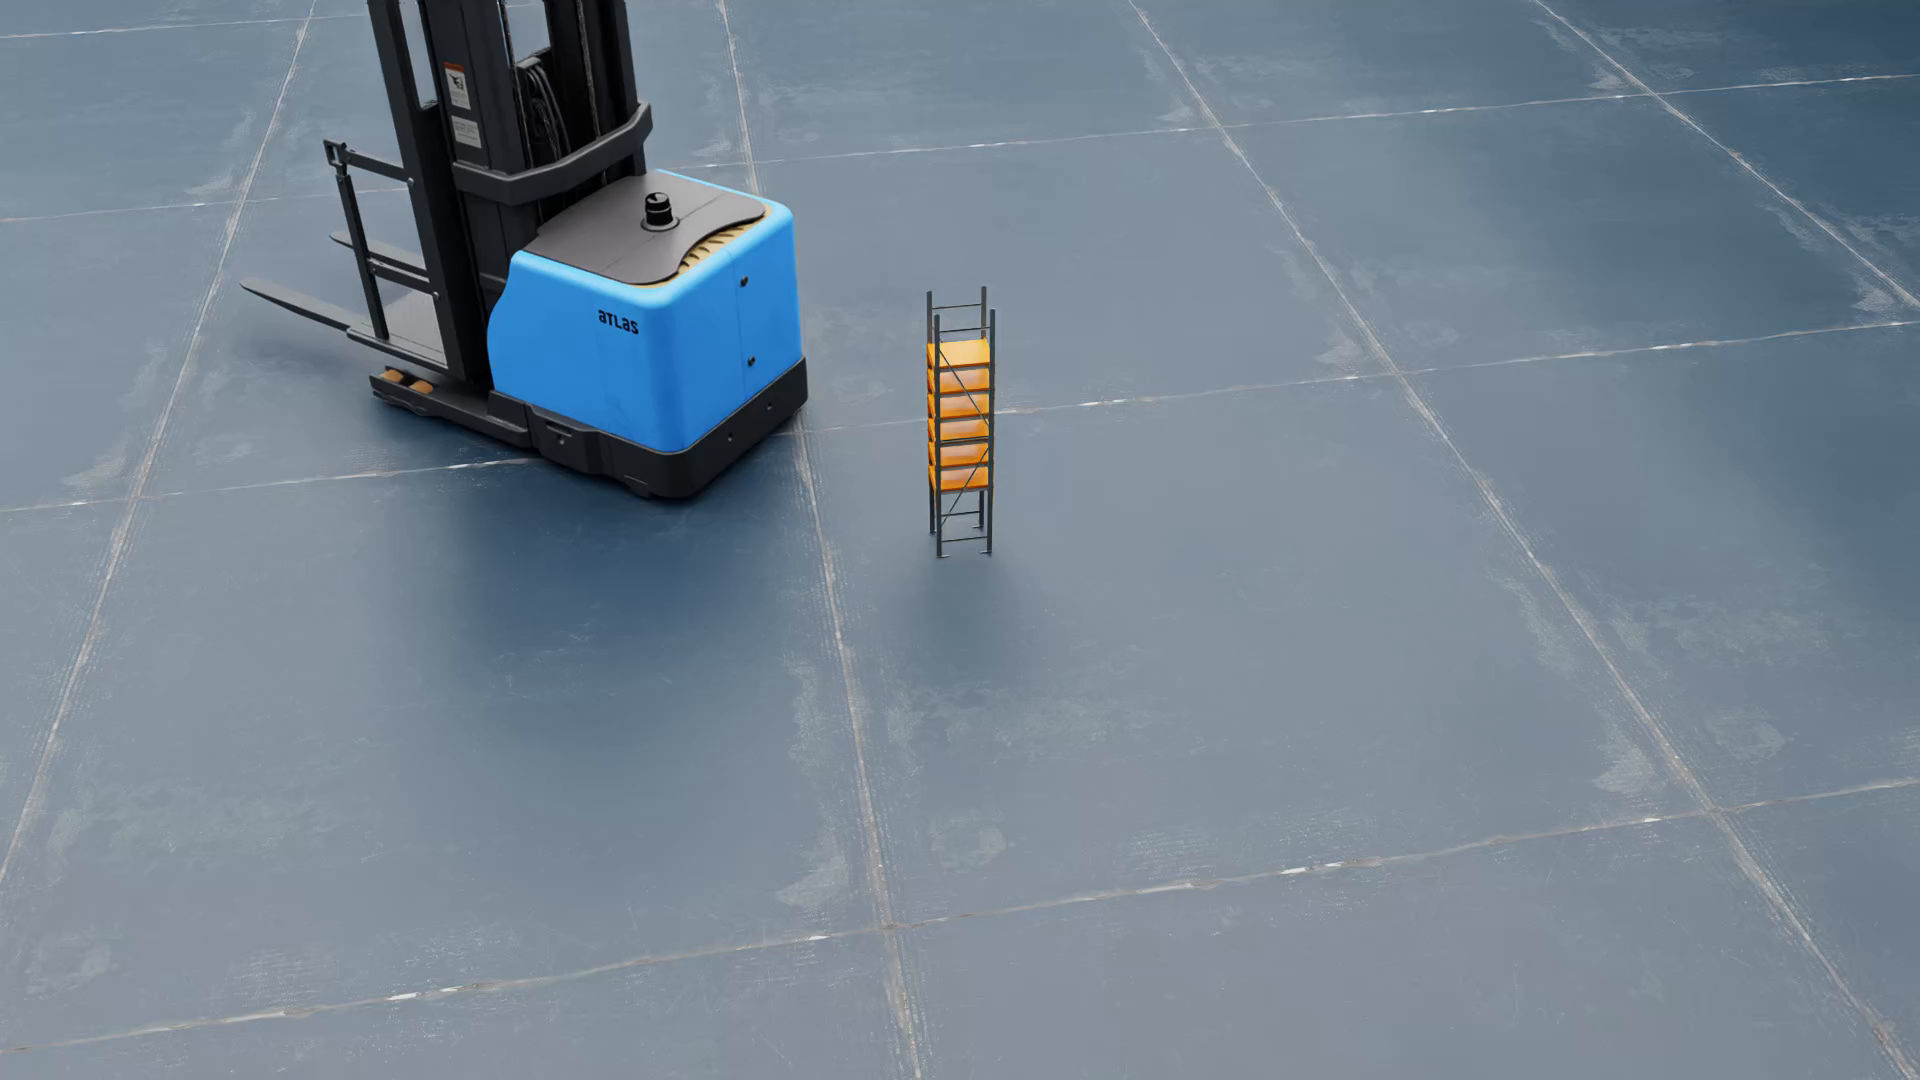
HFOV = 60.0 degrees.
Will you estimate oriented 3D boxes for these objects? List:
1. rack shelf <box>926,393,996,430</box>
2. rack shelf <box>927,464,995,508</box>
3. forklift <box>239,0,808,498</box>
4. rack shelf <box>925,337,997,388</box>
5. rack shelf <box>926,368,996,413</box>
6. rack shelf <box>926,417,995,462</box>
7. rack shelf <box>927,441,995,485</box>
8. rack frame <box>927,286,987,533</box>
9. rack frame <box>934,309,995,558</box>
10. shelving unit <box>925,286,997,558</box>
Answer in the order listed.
[{"bbox_3d":[0.003,-0.525,6.824,0.258,0.103,0.180,-6,38,-8],"label":"rack shelf"},{"bbox_3d":[0.003,-0.240,7.045,0.258,0.103,0.180,-6,38,-8],"label":"rack shelf"},{"bbox_3d":[-2.261,-2.012,7.450,3.031,2.935,1.130,20,42,24],"label":"forklift"},{"bbox_3d":[0.003,-0.714,6.677,0.258,0.103,0.180,-6,38,-8],"label":"rack shelf"},{"bbox_3d":[0.003,-0.620,6.751,0.258,0.103,0.180,-6,38,-8],"label":"rack shelf"},{"bbox_3d":[0.003,-0.430,6.898,0.258,0.103,0.180,-6,38,-8],"label":"rack shelf"},{"bbox_3d":[0.003,-0.335,6.972,0.258,0.103,0.180,-6,38,-8],"label":"rack shelf"},{"bbox_3d":[-0.013,-0.520,6.942,0.240,1.200,0.006,-6,38,-8],"label":"rack frame"},{"bbox_3d":[0.019,-0.410,6.800,0.240,1.200,0.006,-6,38,-8],"label":"rack frame"},{"bbox_3d":[0.003,-0.465,6.871,0.258,1.200,0.189,-6,38,-8],"label":"shelving unit"}]
